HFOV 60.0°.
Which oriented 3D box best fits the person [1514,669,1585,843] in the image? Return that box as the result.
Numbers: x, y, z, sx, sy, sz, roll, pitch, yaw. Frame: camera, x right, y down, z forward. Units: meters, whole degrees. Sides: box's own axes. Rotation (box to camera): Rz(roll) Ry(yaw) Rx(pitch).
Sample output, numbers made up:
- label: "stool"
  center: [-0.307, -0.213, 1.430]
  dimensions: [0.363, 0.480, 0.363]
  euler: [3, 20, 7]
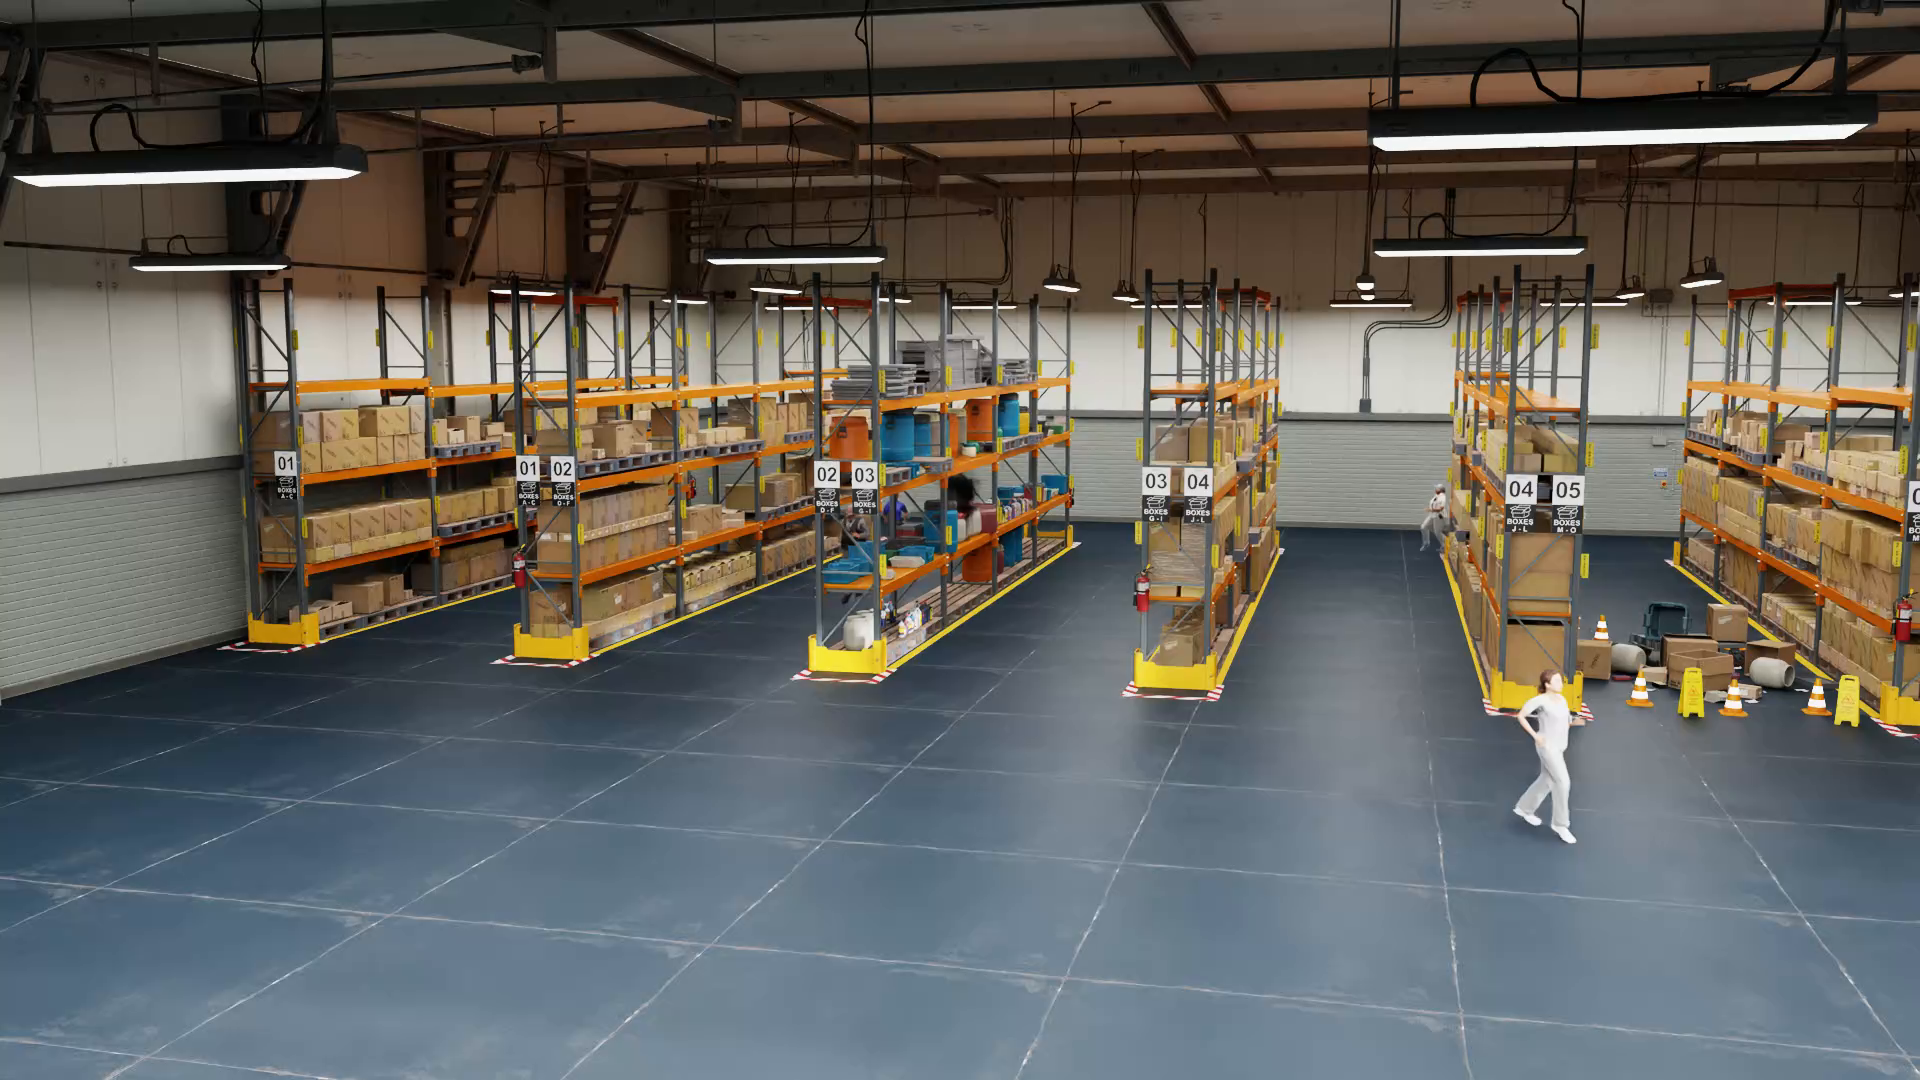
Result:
- label: "person"
  center: [5.967, 2.151, 16.858]
  dimensions: [0.551, 1.719, 0.742]
  euler: [-6, 9, -42]

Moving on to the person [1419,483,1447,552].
- label: "person"
  center: [11.254, -0.513, 39.201]
  dimensions: [0.685, 1.654, 0.589]
  euler: [-1, 7, -9]

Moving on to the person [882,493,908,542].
- label: "person"
  center: [-1.459, -0.266, 37.272]
  dimensions: [0.579, 1.659, 0.859]
  euler: [0, 7, 3]

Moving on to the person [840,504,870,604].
- label: "person"
  center: [-1.923, 0.233, 30.233]
  dimensions: [0.638, 1.774, 0.817]
  euler: [2, 7, 14]
